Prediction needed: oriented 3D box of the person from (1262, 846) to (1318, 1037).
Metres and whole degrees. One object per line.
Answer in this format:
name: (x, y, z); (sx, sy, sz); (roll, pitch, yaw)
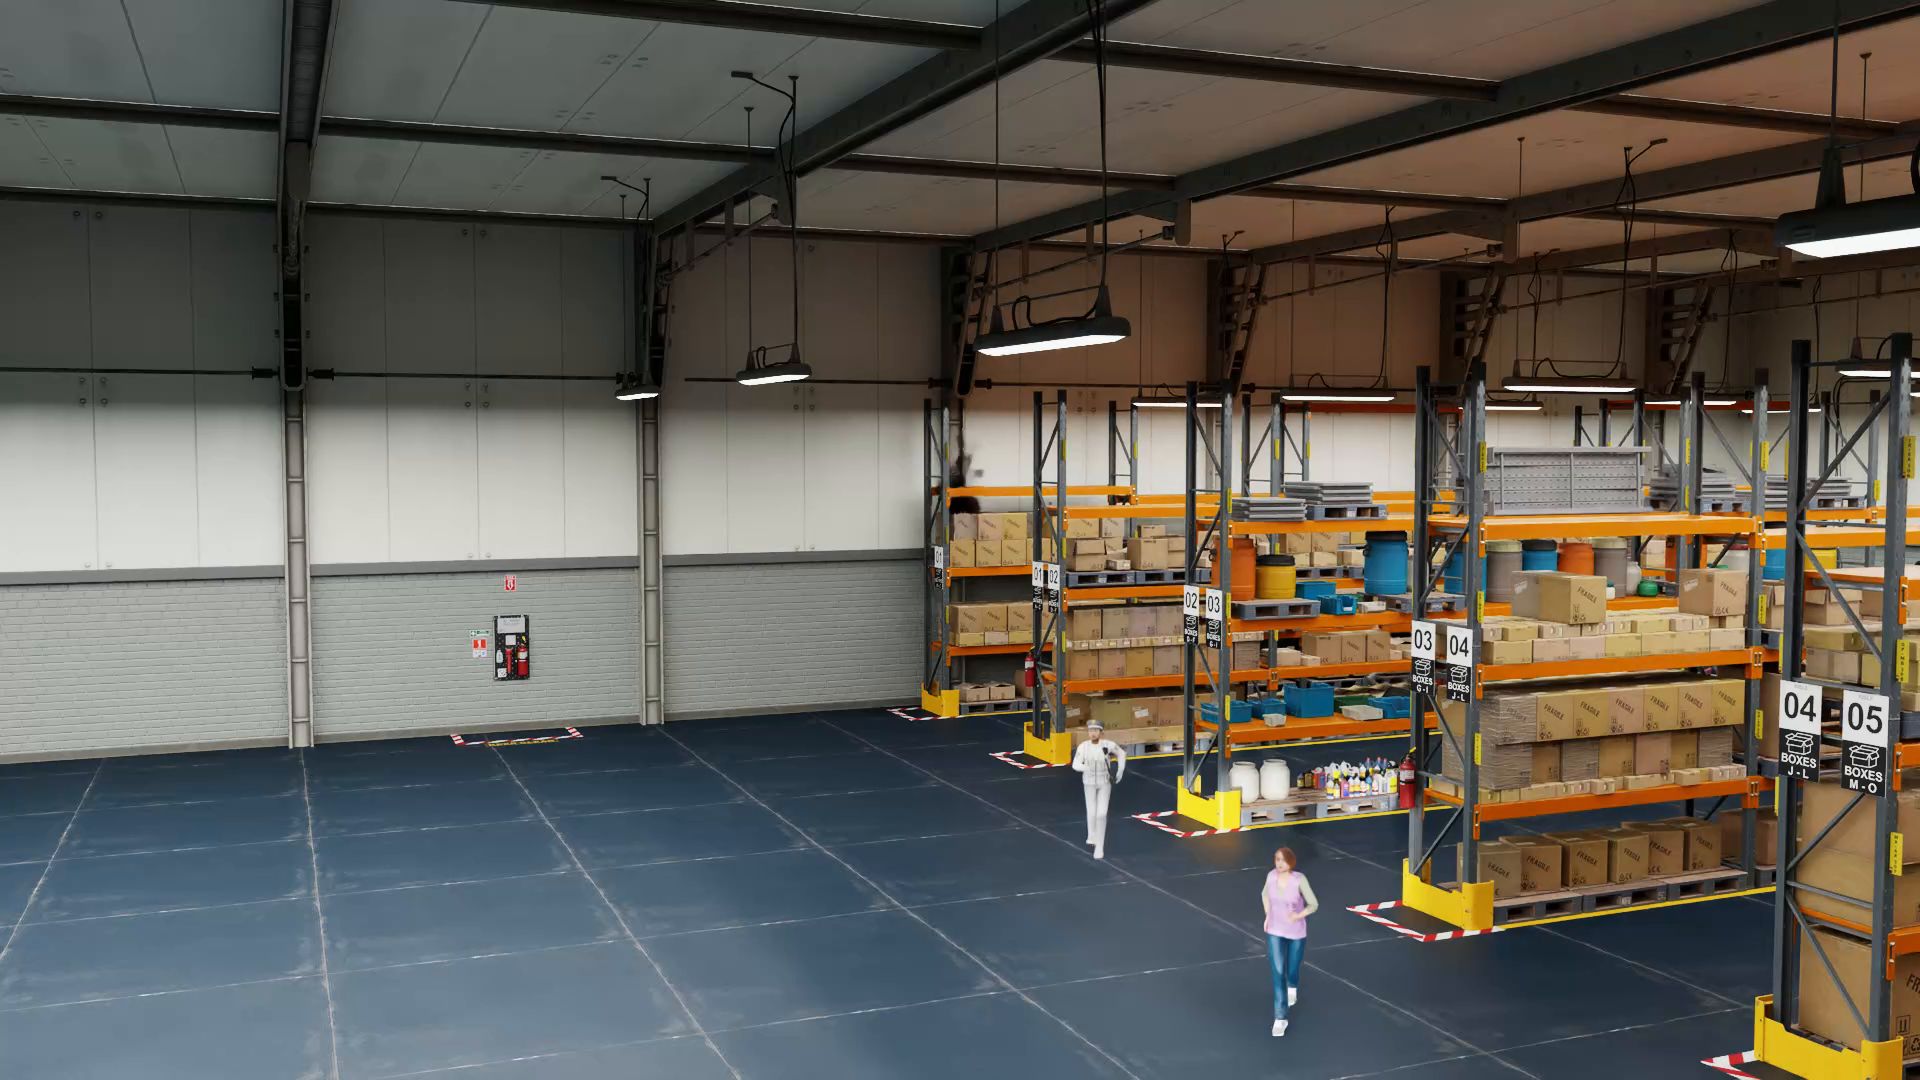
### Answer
person: (2.911, 3.502, 14.745); (0.528, 1.604, 0.802); (1, 4, 22)

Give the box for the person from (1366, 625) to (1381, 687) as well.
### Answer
person: (8.083, 2.425, 32.482); (0.641, 1.677, 0.546); (-2, 4, -33)

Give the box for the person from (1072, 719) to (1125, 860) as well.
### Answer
person: (1.740, 3.093, 20.871); (0.621, 1.739, 0.871); (1, 3, 14)
